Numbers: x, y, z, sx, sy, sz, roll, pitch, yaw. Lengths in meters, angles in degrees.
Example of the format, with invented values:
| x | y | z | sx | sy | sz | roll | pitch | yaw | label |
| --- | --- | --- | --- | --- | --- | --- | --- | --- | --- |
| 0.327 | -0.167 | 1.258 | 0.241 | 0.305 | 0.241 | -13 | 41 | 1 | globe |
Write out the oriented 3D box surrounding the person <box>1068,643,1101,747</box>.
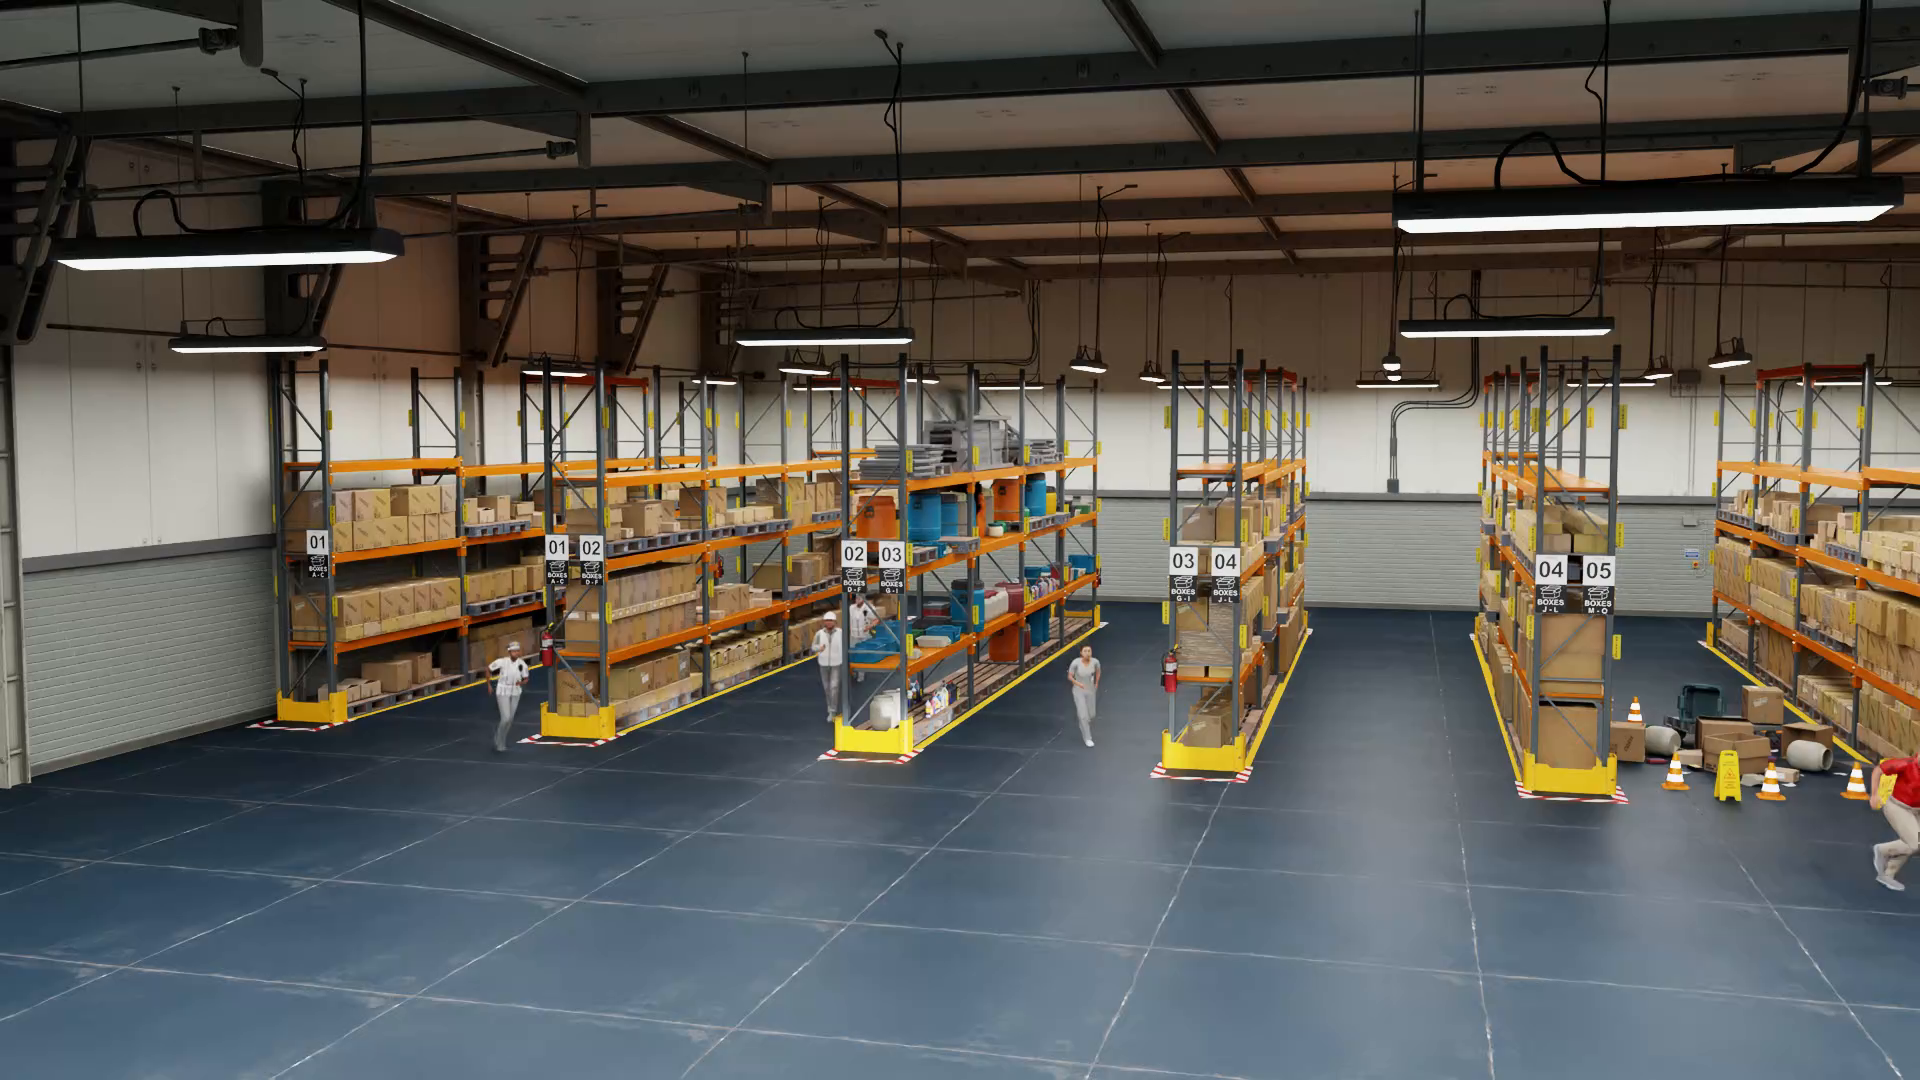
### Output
| x | y | z | sx | sy | sz | roll | pitch | yaw | label |
| --- | --- | --- | --- | --- | --- | --- | --- | --- | --- |
| 1.912 | 2.366 | 25.596 | 0.548 | 1.606 | 0.711 | 0 | 4 | -7 | person |

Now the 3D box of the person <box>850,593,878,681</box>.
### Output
| x | y | z | sx | sy | sz | roll | pitch | yaw | label |
| --- | --- | --- | --- | --- | --- | --- | --- | --- | --- |
| -1.905 | 1.836 | 31.965 | 0.649 | 1.755 | 0.629 | 1 | 4 | 8 | person |

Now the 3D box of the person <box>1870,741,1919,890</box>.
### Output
| x | y | z | sx | sy | sz | roll | pitch | yaw | label |
| --- | --- | --- | --- | --- | --- | --- | --- | --- | --- |
| 10.099 | 2.918 | 17.633 | 0.649 | 1.650 | 0.736 | -2 | 5 | -26 | person |

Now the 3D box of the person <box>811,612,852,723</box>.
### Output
| x | y | z | sx | sy | sz | roll | pitch | yaw | label |
| --- | --- | --- | --- | --- | --- | --- | --- | --- | --- |
| -2.162 | 2.092 | 27.874 | 0.635 | 1.804 | 0.907 | 0 | 4 | 7 | person |

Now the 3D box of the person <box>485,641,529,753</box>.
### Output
| x | y | z | sx | sy | sz | roll | pitch | yaw | label |
| --- | --- | --- | --- | --- | --- | --- | --- | --- | --- |
| -6.839 | 2.393 | 25.207 | 0.596 | 1.743 | 0.680 | -3 | 5 | -38 | person |
